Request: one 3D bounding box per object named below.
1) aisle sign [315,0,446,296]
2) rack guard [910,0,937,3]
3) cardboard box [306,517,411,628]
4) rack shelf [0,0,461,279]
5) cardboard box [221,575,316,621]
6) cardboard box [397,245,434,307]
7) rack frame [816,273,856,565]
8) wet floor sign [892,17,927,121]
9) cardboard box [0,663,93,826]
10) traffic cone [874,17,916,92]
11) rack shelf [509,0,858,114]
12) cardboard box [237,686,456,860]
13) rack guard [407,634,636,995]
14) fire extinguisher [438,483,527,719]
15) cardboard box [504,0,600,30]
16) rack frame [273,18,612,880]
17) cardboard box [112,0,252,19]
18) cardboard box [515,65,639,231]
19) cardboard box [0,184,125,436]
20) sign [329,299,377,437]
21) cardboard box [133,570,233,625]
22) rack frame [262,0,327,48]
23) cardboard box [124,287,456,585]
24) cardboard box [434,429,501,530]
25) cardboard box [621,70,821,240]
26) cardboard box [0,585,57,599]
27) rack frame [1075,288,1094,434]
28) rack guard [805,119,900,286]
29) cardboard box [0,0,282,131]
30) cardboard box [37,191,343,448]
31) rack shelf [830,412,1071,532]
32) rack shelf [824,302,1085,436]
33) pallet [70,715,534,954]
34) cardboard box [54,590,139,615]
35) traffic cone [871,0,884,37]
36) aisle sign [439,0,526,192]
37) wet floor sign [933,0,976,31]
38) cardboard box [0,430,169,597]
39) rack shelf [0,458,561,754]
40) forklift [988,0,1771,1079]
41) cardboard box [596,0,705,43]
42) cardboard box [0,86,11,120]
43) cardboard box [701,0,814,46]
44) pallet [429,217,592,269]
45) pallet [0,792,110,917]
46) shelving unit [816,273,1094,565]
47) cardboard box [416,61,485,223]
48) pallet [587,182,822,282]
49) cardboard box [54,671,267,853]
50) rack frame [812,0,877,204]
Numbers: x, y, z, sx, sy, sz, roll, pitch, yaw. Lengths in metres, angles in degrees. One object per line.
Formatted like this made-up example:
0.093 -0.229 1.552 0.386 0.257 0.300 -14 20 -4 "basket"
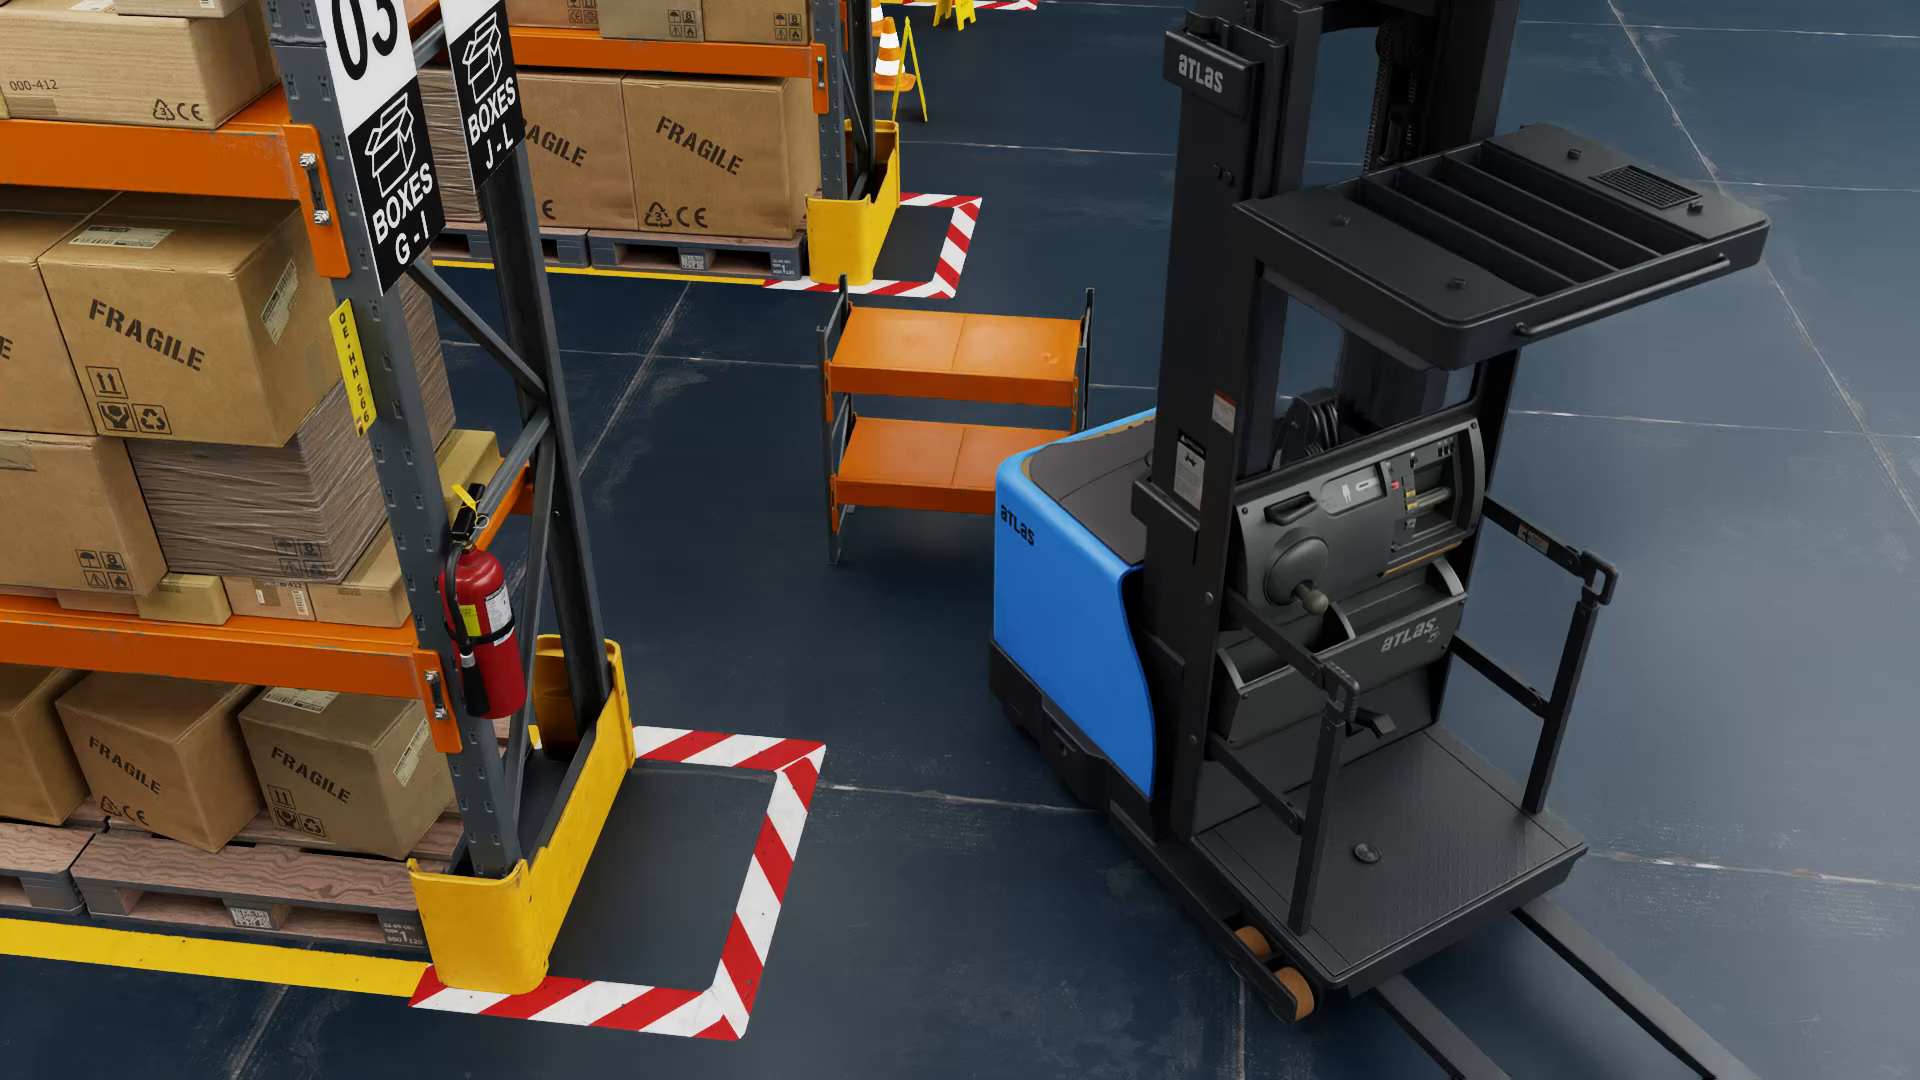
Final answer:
-1.334 -1.008 3.842 0.004 0.787 0.394 4 36 6 "aisle sign"
-0.170 -4.825 13.580 0.348 0.500 1.175 4 36 6 "rack guard"
-1.666 0.073 4.782 0.250 0.149 0.380 4 36 6 "cardboard box"
-3.341 -1.203 4.391 4.000 0.370 1.077 4 36 6 "rack shelf"
-1.914 0.054 4.808 0.250 0.149 0.380 4 36 6 "cardboard box"
-1.868 -0.893 4.717 0.500 0.500 0.500 4 36 6 "cardboard box"
-0.511 -0.496 6.977 0.032 1.125 0.500 4 36 6 "rack frame"
-0.344 -3.158 11.119 0.232 0.644 0.267 -2 36 -2 "wet floor sign"
-3.190 0.582 5.643 0.500 0.500 0.500 7 36 10 "cardboard box"
-0.490 -3.428 11.655 0.334 0.463 0.336 4 36 6 "traffic cone"
-2.609 -2.832 9.256 4.000 0.370 1.077 4 36 6 "rack shelf"
-1.974 0.664 5.528 0.500 0.500 0.500 11 37 15 "cardboard box"
-1.433 0.885 5.580 0.348 0.500 1.175 4 36 6 "rack guard"
-1.302 0.179 4.484 0.183 0.674 0.296 4 36 6 "fire extinguisher"
-2.087 -3.182 8.997 0.550 0.550 0.875 4 36 6 "cardboard box"
-1.357 -0.127 4.846 0.127 3.000 1.000 4 36 6 "rack frame"
-1.672 -1.290 3.679 0.250 0.149 0.380 4 36 6 "cardboard box"
-2.179 -2.359 9.441 0.875 0.875 0.875 4 36 5 "cardboard box"
-2.431 -0.628 4.345 0.500 0.500 0.500 4 36 6 "cardboard box"
-1.448 -0.409 3.972 0.005 0.325 0.100 4 36 6 "sign"
-2.169 0.066 4.792 0.250 0.149 0.380 4 36 6 "cardboard box"
-1.357 -2.569 3.103 0.127 3.000 1.000 4 36 6 "rack frame"
-1.899 -0.345 4.809 0.500 0.500 0.875 4 36 6 "cardboard box"
-1.609 -0.183 5.141 0.250 0.149 0.380 4 36 6 "cardboard box"
-1.306 -2.296 9.352 0.875 0.875 0.875 4 36 6 "cardboard box"
-2.657 -0.004 4.890 0.250 0.149 0.380 4 36 6 "cardboard box"
0.497 -0.421 6.871 0.032 1.125 0.500 4 36 6 "rack frame"
-0.601 -1.958 9.563 0.348 0.500 1.175 4 36 6 "rack guard"
-1.868 -1.176 3.863 0.500 0.250 0.500 5 36 7 "cardboard box"
-1.934 -0.594 4.297 0.500 0.500 0.500 4 36 6 "cardboard box"
-0.007 -0.259 7.066 1.000 0.278 0.538 4 36 6 "rack shelf"
-0.007 -0.697 6.754 1.000 0.278 0.538 4 36 6 "rack shelf"
-2.234 0.922 5.776 1.213 0.211 1.003 4 36 6 "pallet"
-2.415 0.038 4.831 0.250 0.149 0.380 4 36 6 "cardboard box"
-0.686 -4.093 12.586 0.334 0.463 0.336 4 36 6 "traffic cone"
-1.258 -1.353 4.326 0.004 0.787 0.394 4 36 6 "aisle sign"
-0.043 -4.248 12.647 0.232 0.644 0.267 17 39 22 "wet floor sign"
-2.410 -0.313 4.764 0.500 0.500 0.875 4 36 6 "cardboard box"
-3.341 0.018 5.262 4.000 0.370 1.077 4 36 6 "rack shelf"
1.299 -0.011 4.743 1.130 2.935 3.031 -19 40 -25 "forklift"
-1.547 -3.068 8.837 0.550 0.550 0.875 4 36 6 "cardboard box"
-2.363 -1.211 3.912 0.500 0.250 0.500 4 36 6 "cardboard box"
-0.999 -3.040 8.798 0.550 0.550 0.875 4 36 6 "cardboard box"
-2.635 -1.948 9.798 1.213 0.211 1.003 4 36 6 "pallet"
-3.440 0.830 5.905 1.213 0.211 1.003 4 36 6 "pallet"
-0.007 -0.458 6.924 1.048 1.125 0.538 4 36 6 "shelving unit"
-3.083 -2.428 9.537 0.875 0.875 0.875 5 36 6 "cardboard box"
-1.428 -1.856 9.669 1.213 0.211 1.003 4 36 6 "pallet"
-2.572 0.639 5.562 0.500 0.500 0.500 14 38 18 "cardboard box"
-0.625 -2.977 8.840 0.127 3.000 1.000 4 36 6 "rack frame"
